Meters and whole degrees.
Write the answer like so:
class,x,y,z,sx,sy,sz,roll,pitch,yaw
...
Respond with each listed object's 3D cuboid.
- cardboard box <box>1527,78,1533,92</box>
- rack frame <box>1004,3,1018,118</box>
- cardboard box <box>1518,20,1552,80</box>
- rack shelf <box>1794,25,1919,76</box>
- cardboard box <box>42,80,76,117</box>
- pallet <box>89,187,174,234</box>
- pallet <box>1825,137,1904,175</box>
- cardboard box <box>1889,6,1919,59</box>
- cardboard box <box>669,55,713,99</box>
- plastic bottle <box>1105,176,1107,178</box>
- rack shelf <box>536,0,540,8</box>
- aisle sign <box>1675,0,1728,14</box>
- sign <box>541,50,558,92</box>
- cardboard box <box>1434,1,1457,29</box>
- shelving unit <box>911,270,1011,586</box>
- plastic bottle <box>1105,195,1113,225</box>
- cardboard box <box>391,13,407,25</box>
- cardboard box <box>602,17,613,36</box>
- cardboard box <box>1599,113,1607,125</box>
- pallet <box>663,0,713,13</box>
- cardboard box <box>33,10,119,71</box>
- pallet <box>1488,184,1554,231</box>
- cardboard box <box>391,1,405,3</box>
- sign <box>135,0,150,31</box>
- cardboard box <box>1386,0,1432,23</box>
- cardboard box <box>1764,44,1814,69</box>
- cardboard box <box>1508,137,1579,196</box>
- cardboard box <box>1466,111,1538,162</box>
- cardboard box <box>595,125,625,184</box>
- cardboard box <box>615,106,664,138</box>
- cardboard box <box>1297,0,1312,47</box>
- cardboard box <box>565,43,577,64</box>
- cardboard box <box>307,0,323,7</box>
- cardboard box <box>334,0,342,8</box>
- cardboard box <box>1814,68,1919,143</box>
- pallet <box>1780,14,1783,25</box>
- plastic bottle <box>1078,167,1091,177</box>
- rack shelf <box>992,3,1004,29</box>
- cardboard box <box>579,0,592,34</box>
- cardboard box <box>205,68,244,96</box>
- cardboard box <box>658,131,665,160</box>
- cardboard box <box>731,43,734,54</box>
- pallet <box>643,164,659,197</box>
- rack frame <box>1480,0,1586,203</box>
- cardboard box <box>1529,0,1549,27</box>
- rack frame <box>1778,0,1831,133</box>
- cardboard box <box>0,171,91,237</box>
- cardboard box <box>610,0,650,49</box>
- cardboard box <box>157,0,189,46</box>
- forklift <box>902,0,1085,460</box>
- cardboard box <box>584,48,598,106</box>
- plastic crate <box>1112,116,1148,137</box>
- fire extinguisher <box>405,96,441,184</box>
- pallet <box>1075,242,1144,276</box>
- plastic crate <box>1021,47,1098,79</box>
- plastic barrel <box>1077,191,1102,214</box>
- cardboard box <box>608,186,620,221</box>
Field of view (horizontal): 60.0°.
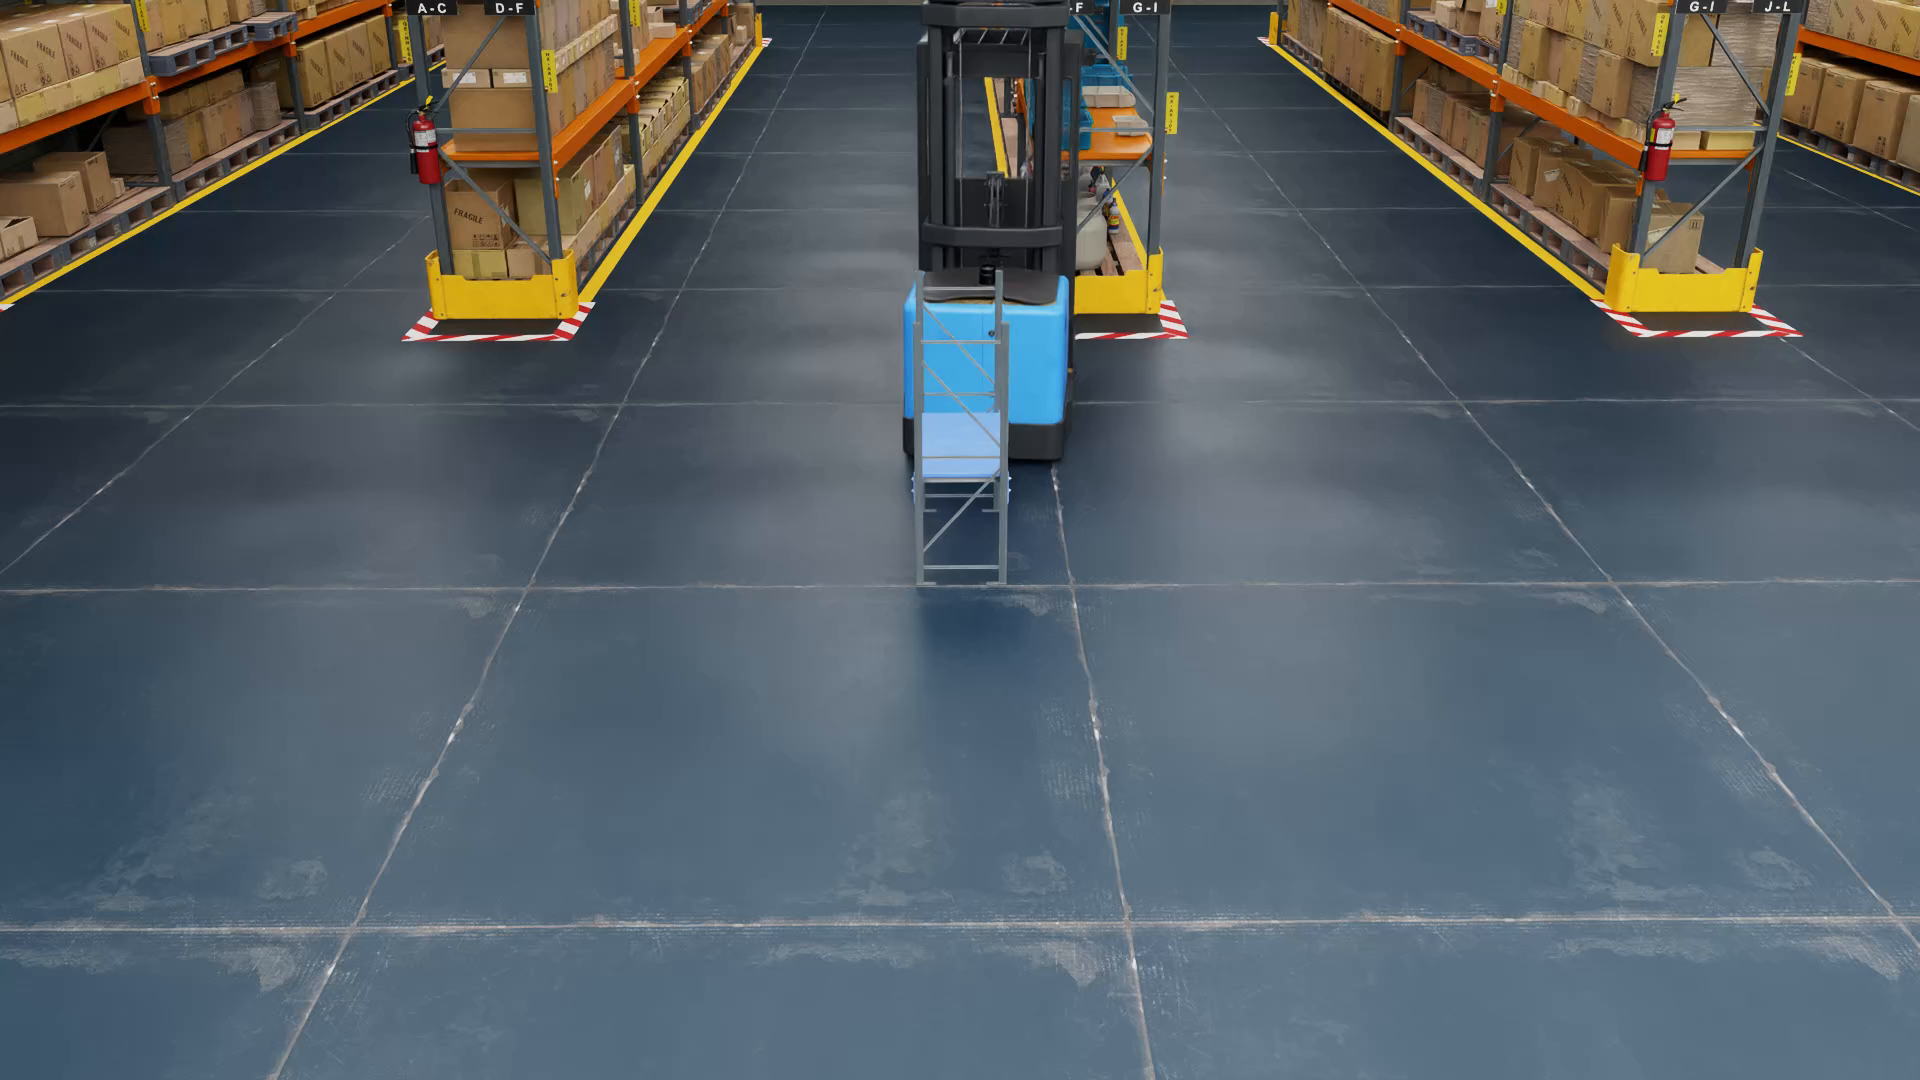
class,x,y,z,sx,sy,sz,roll,pitch,yaw
cardboard box,5.790,-4.460,16.275,0.380,0.149,0.250,0,24,-1
rack frame,1.060,-6.599,20.701,1.000,3.000,0.127,0,24,-1
cardboard box,5.970,-4.762,16.157,0.875,0.500,0.500,0,24,-1
rack shelf,10.995,-5.450,19.033,1.077,0.370,4.000,0,24,-1
cardboard box,-8.470,-4.033,15.186,0.500,0.250,0.500,0,24,0
pallet,-8.760,-3.359,16.921,1.003,0.211,1.213,0,24,-1
pallet,10.917,-4.505,19.454,1.003,0.211,1.213,0,24,-1
cardboard box,10.733,-5.629,18.436,0.500,0.500,0.500,0,24,0
cardboard box,-3.624,-6.251,22.431,0.500,0.500,0.500,-1,24,-1
plastic bottle,1.444,-3.503,16.619,0.061,0.283,0.133,1,24,3
rack shelf,-3.828,-5.145,14.718,1.077,0.370,4.000,0,24,-1
aisle sign,5.801,-4.482,12.866,0.394,0.787,0.004,0,24,-1
sign,-3.251,-3.712,13.171,0.100,0.325,0.005,0,24,-1
cardboard box,5.801,-6.053,19.165,0.500,0.250,0.500,-1,24,-2
shelving unit,0.001,-0.648,9.363,0.538,1.500,1.048,0,24,-1
plastic bottle,1.435,-3.150,15.851,0.097,0.271,0.097,0,24,0
cardboard box,-8.617,-8.001,25.538,0.380,0.149,0.250,1,24,1
cardboard box,-3.632,-5.058,16.385,0.380,0.149,0.250,-1,24,-2
cardboard box,5.885,-3.739,14.682,0.380,0.149,0.250,0,24,-1
pallet,-3.919,-7.292,22.466,1.003,0.211,1.213,0,24,-1
cardboard box,-8.477,-4.790,15.948,0.500,0.500,0.500,0,24,-1
pallet,6.099,-3.426,17.069,1.003,0.211,1.213,0,24,-1
cardboard box,-9.019,-8.650,26.971,0.380,0.149,0.250,0,24,0
sign,-8.260,-5.306,16.792,0.100,0.325,0.005,0,24,-1
cardboard box,5.759,-6.869,21.176,0.500,0.500,0.500,0,24,1
cardboard box,10.704,-6.277,21.602,0.500,0.250,0.500,-1,24,-2
cardboard box,6.021,-3.860,17.169,0.500,0.500,0.500,-1,24,-2
cardboard box,6.085,-4.484,18.524,0.700,0.500,0.500,0,24,-1
cardboard box,-3.632,-3.814,16.460,0.500,0.500,0.500,0,24,-1
cardboard box,-3.612,-4.715,18.682,0.500,0.311,0.500,-1,24,-2
cardboard box,6.022,-8.503,26.978,0.875,0.875,0.875,0,24,-1
cardboard box,-3.611,-4.316,14.745,0.380,0.149,0.250,-1,24,-1
cardboard box,-8.592,-7.162,21.438,0.500,0.500,0.500,1,24,1
cardboard box,-8.642,-7.326,22.589,0.380,0.149,0.250,0,24,1
cardboard box,10.903,-5.157,19.732,1.050,0.750,0.750,0,24,0
pallet,10.859,-6.808,21.395,1.213,0.211,1.003,0,24,-1
plastic bottle,1.255,-3.680,16.926,0.144,0.351,0.185,0,24,-1
rack shelf,1.038,-7.095,22.671,1.077,0.370,4.000,0,24,-1
cardboard box,-3.827,-4.969,15.402,0.700,0.500,0.500,0,24,-1
cardboard box,-8.843,-5.426,19.697,0.500,0.250,0.500,0,24,0
cardboard box,-3.619,-4.460,18.798,0.500,0.250,0.500,-1,24,-2
cardboard box,-3.744,-7.666,25.965,0.380,0.166,0.250,0,24,-1
pallet,-3.897,-3.963,18.256,1.003,0.211,1.213,0,24,-1
rack frame,6.056,-4.973,17.106,1.000,3.000,0.127,0,24,-1
cardboard box,5.814,-5.217,15.950,0.500,0.500,0.500,0,24,-1
rack frame,10.973,-6.602,20.707,1.000,3.000,0.127,0,24,-1
cardboard box,-8.641,-3.142,15.557,0.700,0.500,0.500,-2,24,-4
cardboard box,-3.859,-5.932,19.106,0.500,0.500,0.500,-2,24,-3
cardboard box,-8.773,-5.592,17.820,0.700,0.500,0.500,2,24,5
forklift,0.281,-2.424,11.552,1.130,2.935,3.031,2,24,5
cardboard box,-3.825,-4.369,15.648,0.700,0.500,0.500,0,24,0
plastic crate,1.459,-3.553,14.285,0.298,0.136,0.250,0,24,-1
fire extinguisher,-4.269,-3.196,13.270,0.296,0.674,0.183,0,24,-1
pallet,1.096,-2.398,14.796,1.003,0.211,1.213,0,24,-1
plastic crate,0.982,-4.706,16.591,0.767,0.338,0.504,0,24,-1
plastic barrel,1.058,-2.838,14.894,0.421,0.512,0.421,0,24,0
cardboard box,-3.610,-3.266,16.159,0.500,0.250,0.500,0,24,-1
